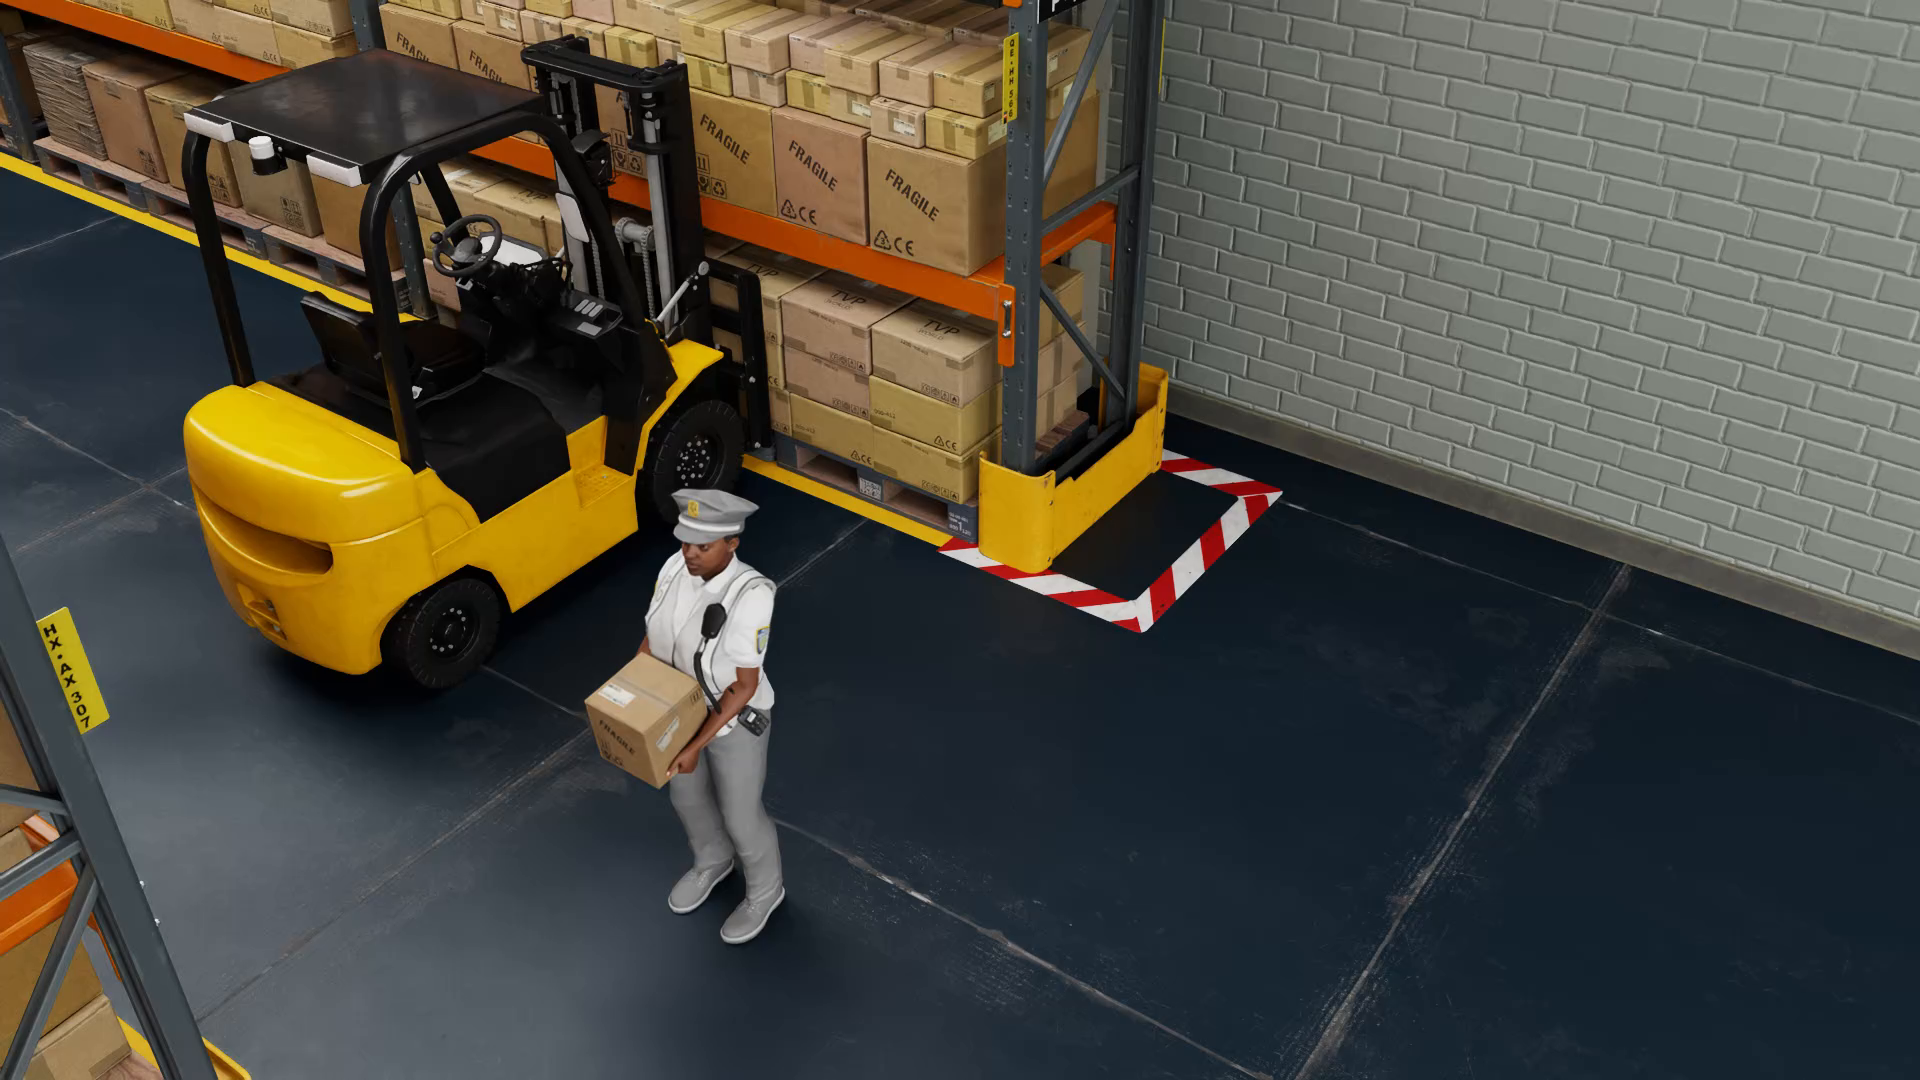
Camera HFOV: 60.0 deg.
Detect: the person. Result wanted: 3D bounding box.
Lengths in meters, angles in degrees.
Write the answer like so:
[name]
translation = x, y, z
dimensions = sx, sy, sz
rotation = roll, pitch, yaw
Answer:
[person]
translation = -0.831, 0.589, 5.276
dimensions = 0.451, 1.687, 0.537
rotation = 22, 41, 29
